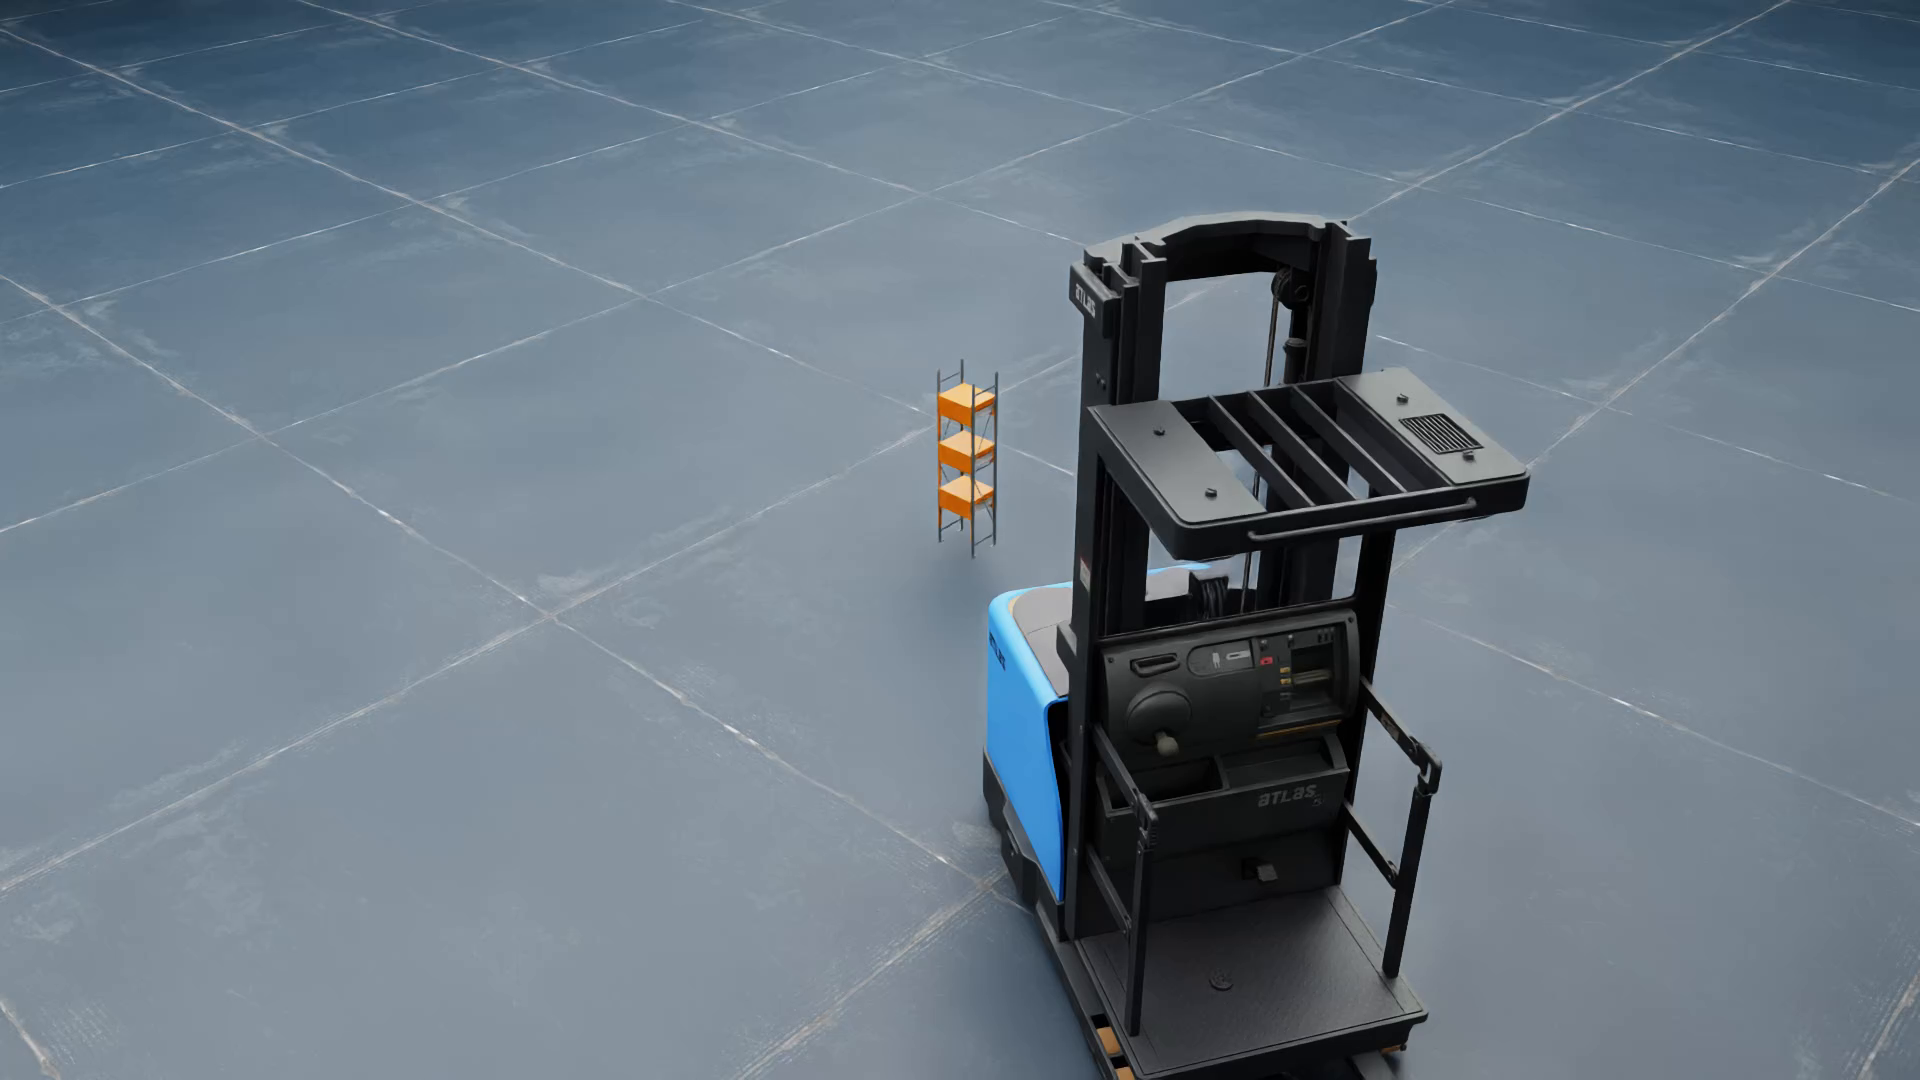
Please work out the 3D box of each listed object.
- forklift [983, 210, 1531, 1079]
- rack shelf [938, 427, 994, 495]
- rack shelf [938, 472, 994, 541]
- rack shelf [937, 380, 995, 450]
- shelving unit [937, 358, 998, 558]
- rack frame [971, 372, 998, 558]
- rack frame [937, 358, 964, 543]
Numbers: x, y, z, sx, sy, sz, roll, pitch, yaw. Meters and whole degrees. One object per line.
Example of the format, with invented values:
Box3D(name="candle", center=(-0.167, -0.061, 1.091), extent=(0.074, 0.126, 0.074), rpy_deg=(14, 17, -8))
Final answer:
Box3D(name="forklift", center=(0.994, 0.545, 5.502), extent=(1.130, 2.935, 3.031), rpy_deg=(-8, 32, -14))
Box3D(name="rack shelf", center=(0.040, -0.422, 8.954), extent=(0.240, 0.259, 0.215), rpy_deg=(25, 39, 35))
Box3D(name="rack shelf", center=(0.040, -0.184, 9.097), extent=(0.240, 0.259, 0.215), rpy_deg=(25, 39, 35))
Box3D(name="rack shelf", center=(0.040, -0.665, 8.808), extent=(0.240, 0.259, 0.215), rpy_deg=(25, 39, 35))
Box3D(name="shelving unit", center=(0.040, -0.431, 8.948), extent=(0.252, 1.050, 0.215), rpy_deg=(25, 39, 35))
Box3D(name="rack frame", center=(0.130, -0.389, 8.878), extent=(0.008, 1.050, 0.200), rpy_deg=(25, 39, 35))
Box3D(name="rack frame", center=(-0.051, -0.473, 9.019), extent=(0.008, 1.050, 0.200), rpy_deg=(25, 39, 35))
